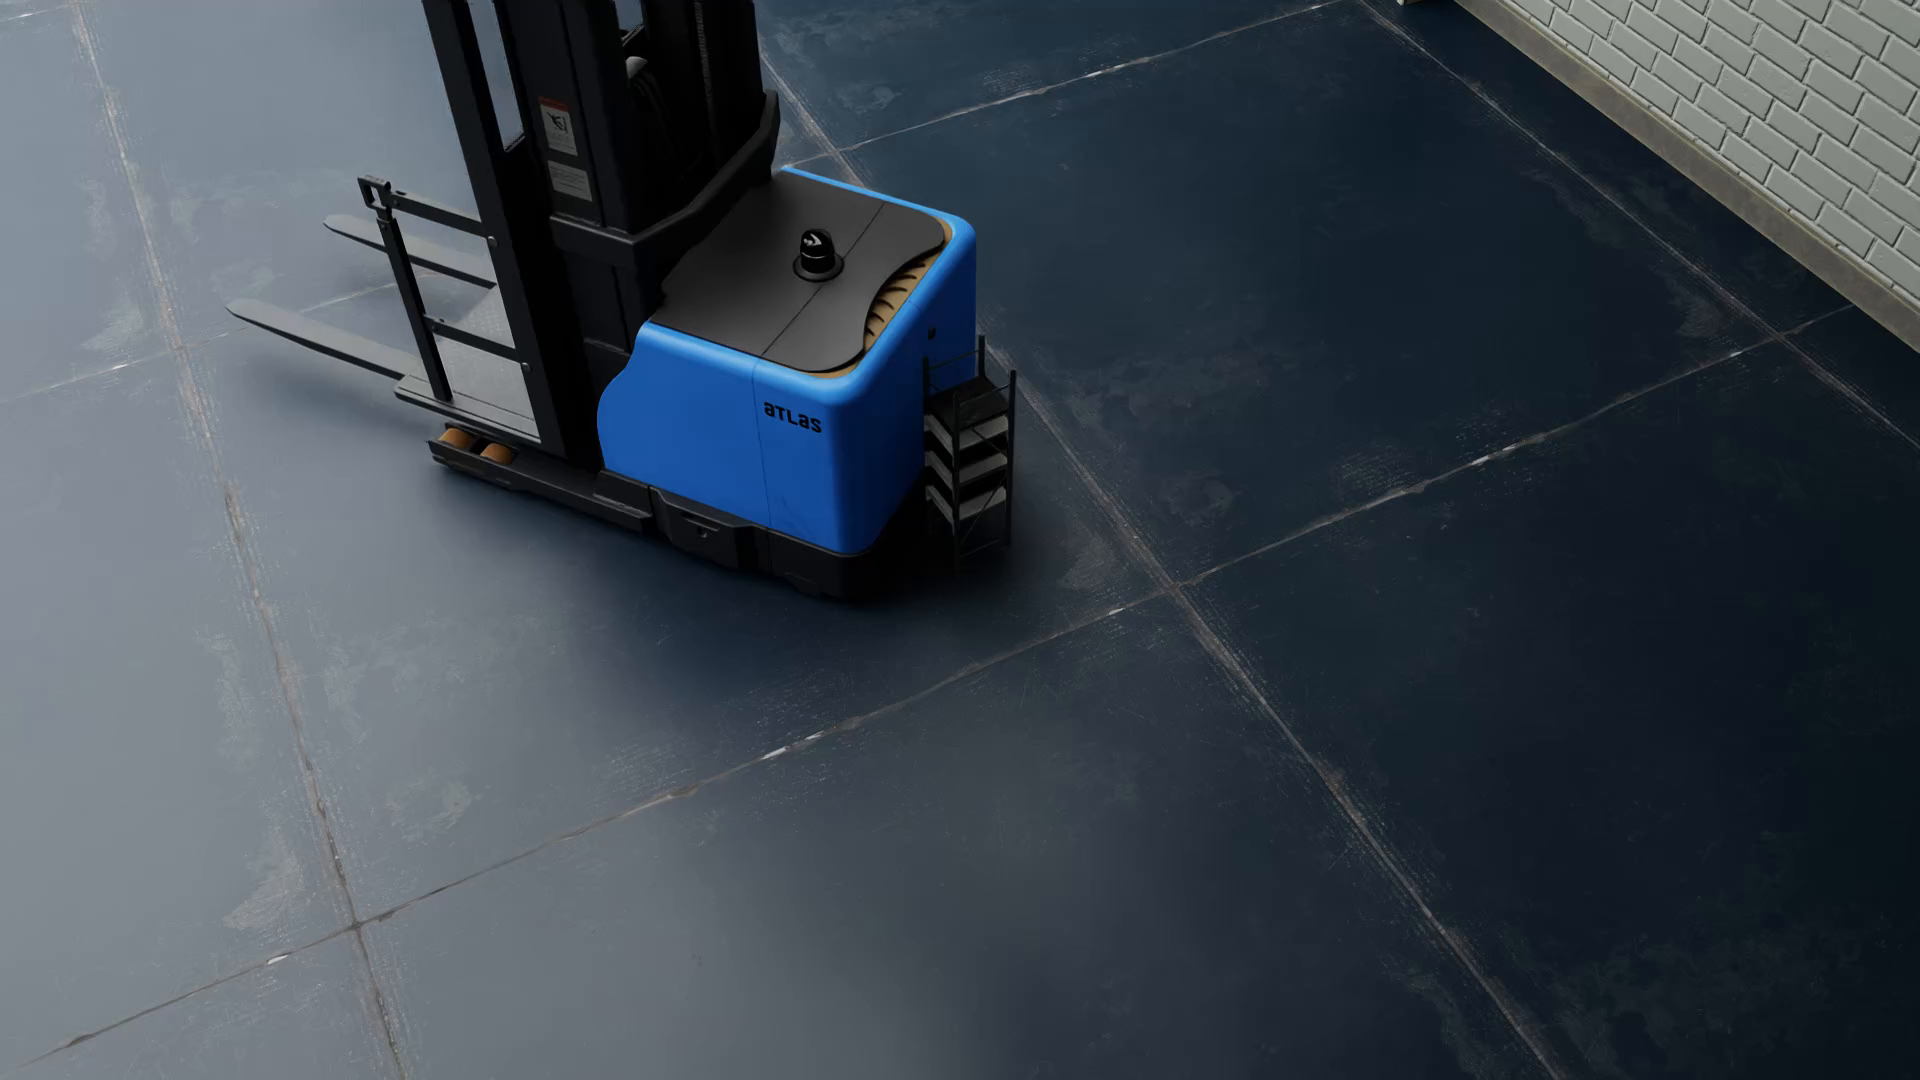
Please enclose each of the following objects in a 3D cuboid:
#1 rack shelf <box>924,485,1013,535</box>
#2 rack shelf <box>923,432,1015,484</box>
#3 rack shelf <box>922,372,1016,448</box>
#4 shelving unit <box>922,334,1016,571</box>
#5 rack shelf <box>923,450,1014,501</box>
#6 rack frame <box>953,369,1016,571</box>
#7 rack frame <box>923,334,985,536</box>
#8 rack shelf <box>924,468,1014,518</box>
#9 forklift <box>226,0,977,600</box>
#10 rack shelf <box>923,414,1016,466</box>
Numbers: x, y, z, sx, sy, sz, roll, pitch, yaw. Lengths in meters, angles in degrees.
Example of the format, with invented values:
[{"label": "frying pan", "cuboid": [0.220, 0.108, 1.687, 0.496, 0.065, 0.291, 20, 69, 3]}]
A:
[{"label": "rack shelf", "cuboid": [0.031, -0.154, 6.070, 0.258, 0.077, 0.200, -24, 53, -19]}, {"label": "rack shelf", "cuboid": [0.031, -0.331, 5.867, 0.258, 0.077, 0.200, -24, 53, -19]}, {"label": "rack shelf", "cuboid": [0.031, -0.450, 5.731, 0.258, 0.077, 0.200, -24, 53, -19]}, {"label": "shelving unit", "cuboid": [0.031, -0.294, 5.909, 0.258, 0.900, 0.210, -24, 53, -19]}, {"label": "rack shelf", "cuboid": [0.031, -0.272, 5.935, 0.258, 0.077, 0.200, -24, 53, -19]}, {"label": "rack frame", "cuboid": [0.083, -0.228, 5.852, 0.240, 0.900, 0.006, -24, 53, -19]}, {"label": "rack frame", "cuboid": [-0.020, -0.360, 5.967, 0.240, 0.900, 0.006, -24, 53, -19]}, {"label": "rack shelf", "cuboid": [0.031, -0.213, 6.002, 0.258, 0.077, 0.200, -24, 53, -19]}, {"label": "forklift", "cuboid": [-1.486, -1.514, 5.627, 3.031, 2.935, 1.130, 19, 52, 16]}, {"label": "rack shelf", "cuboid": [0.031, -0.391, 5.799, 0.258, 0.077, 0.200, -24, 53, -19]}]
